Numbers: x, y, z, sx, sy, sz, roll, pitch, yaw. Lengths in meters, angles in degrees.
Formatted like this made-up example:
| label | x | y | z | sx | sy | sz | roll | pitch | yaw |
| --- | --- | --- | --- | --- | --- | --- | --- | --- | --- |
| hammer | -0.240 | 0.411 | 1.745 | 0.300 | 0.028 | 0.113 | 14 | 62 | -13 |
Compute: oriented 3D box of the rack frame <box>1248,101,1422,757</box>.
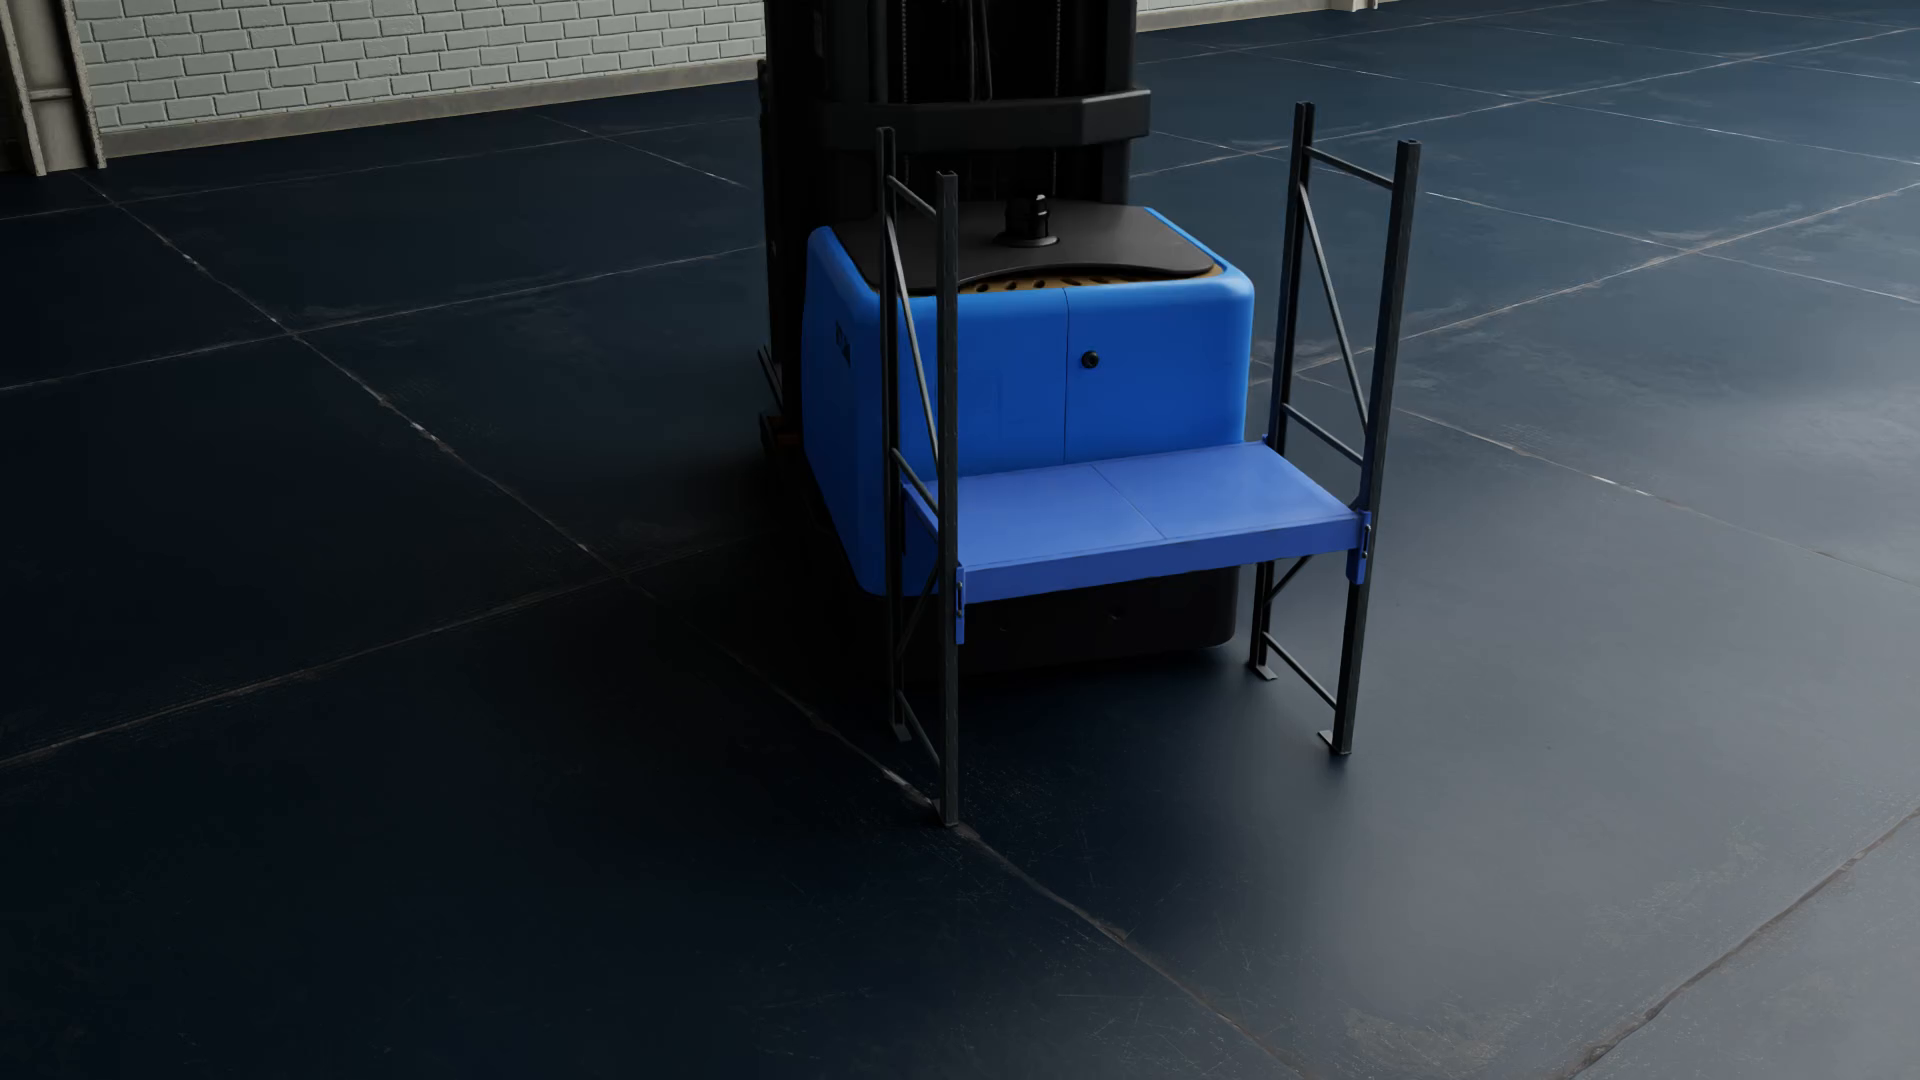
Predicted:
| label | x | y | z | sx | sy | sz | roll | pitch | yaw |
| --- | --- | --- | --- | --- | --- | --- | --- | --- | --- |
| rack frame | 0.876 | -0.248 | 4.003 | 0.032 | 1.500 | 0.500 | -8 | 26 | -16 |

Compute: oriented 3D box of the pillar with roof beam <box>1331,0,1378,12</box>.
| label | x | y | z | sx | sy | sz | roll | pitch | yaw |
| --- | --- | --- | --- | --- | --- | --- | --- | --- | --- |
| pillar with roof beam | 6.643 | -8.048 | 11.901 | 0.400 | 9.000 | 9.100 | -18 | 31 | -34 |

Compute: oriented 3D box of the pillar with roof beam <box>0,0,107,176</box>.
| label | x | y | z | sx | sy | sz | roll | pitch | yaw |
| --- | --- | --- | --- | --- | --- | --- | --- | --- | --- |
| pillar with roof beam | -2.800 | -4.930 | 5.184 | 0.400 | 9.000 | 9.100 | -18 | 31 | -34 |

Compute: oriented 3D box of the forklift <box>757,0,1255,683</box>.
| label | x | y | z | sx | sy | sz | roll | pitch | yaw |
| --- | --- | --- | --- | --- | --- | --- | --- | --- | --- |
| forklift | -0.083 | -1.557 | 5.123 | 1.130 | 2.935 | 3.031 | -6 | 25 | -12 |

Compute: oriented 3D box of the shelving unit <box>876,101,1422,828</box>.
| label | x | y | z | sx | sy | sz | roll | pitch | yaw |
| --- | --- | --- | --- | --- | --- | --- | --- | --- | --- |
| shelving unit | 0.391 | -0.184 | 3.865 | 1.048 | 1.500 | 0.538 | -8 | 26 | -16 |

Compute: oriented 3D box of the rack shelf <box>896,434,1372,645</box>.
| label | x | y | z | sx | sy | sz | roll | pitch | yaw |
| --- | --- | --- | --- | --- | --- | --- | --- | --- | --- |
| rack shelf | 0.391 | -0.021 | 3.941 | 1.000 | 0.185 | 0.538 | -8 | 26 | -16 |

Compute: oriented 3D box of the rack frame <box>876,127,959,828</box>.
| label | x | y | z | sx | sy | sz | roll | pitch | yaw |
| --- | --- | --- | --- | --- | --- | --- | --- | --- | --- |
| rack frame | -0.094 | -0.120 | 3.726 | 0.032 | 1.500 | 0.500 | -8 | 26 | -16 |
